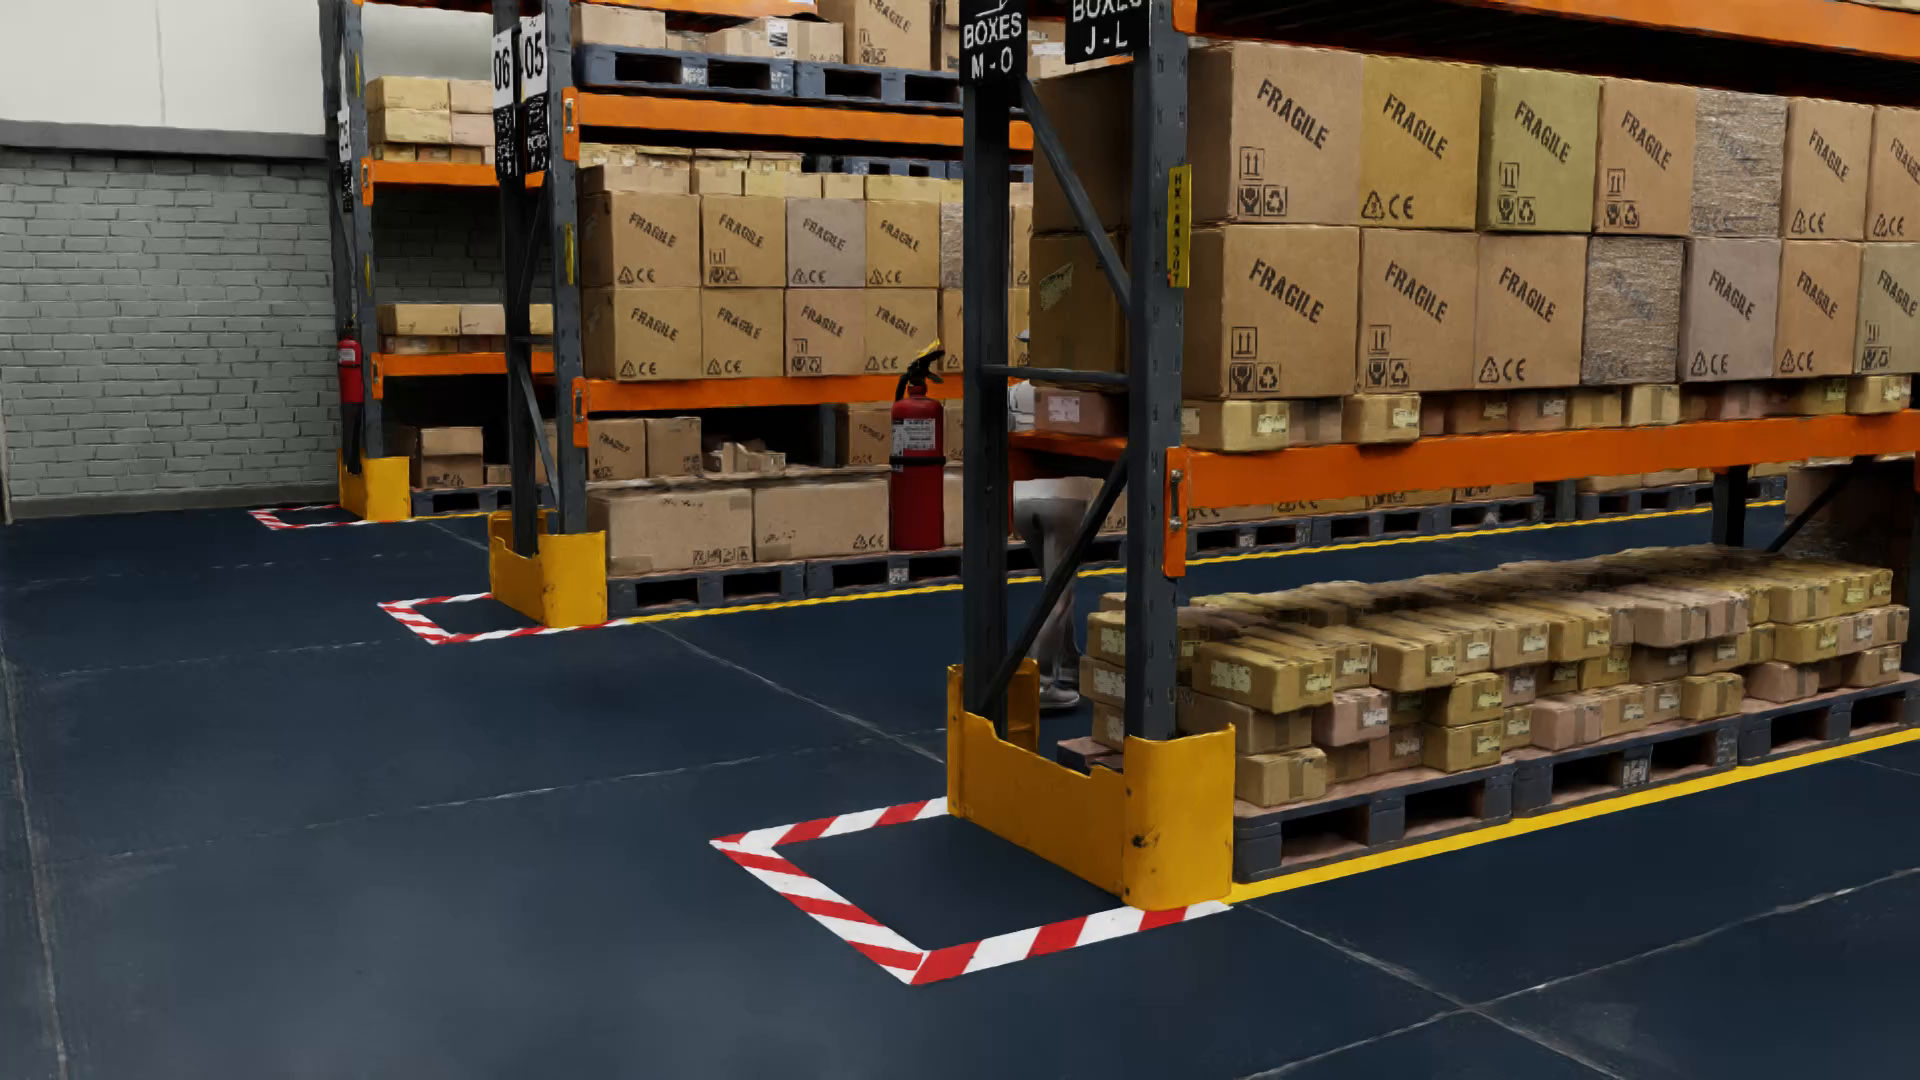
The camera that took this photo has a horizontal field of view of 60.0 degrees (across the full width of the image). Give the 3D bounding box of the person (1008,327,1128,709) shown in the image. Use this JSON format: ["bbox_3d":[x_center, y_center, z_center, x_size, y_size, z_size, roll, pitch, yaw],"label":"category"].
[{"bbox_3d":[0.400,-0.112,7.217,0.681,1.719,0.737,6,10,38],"label":"person"}]
